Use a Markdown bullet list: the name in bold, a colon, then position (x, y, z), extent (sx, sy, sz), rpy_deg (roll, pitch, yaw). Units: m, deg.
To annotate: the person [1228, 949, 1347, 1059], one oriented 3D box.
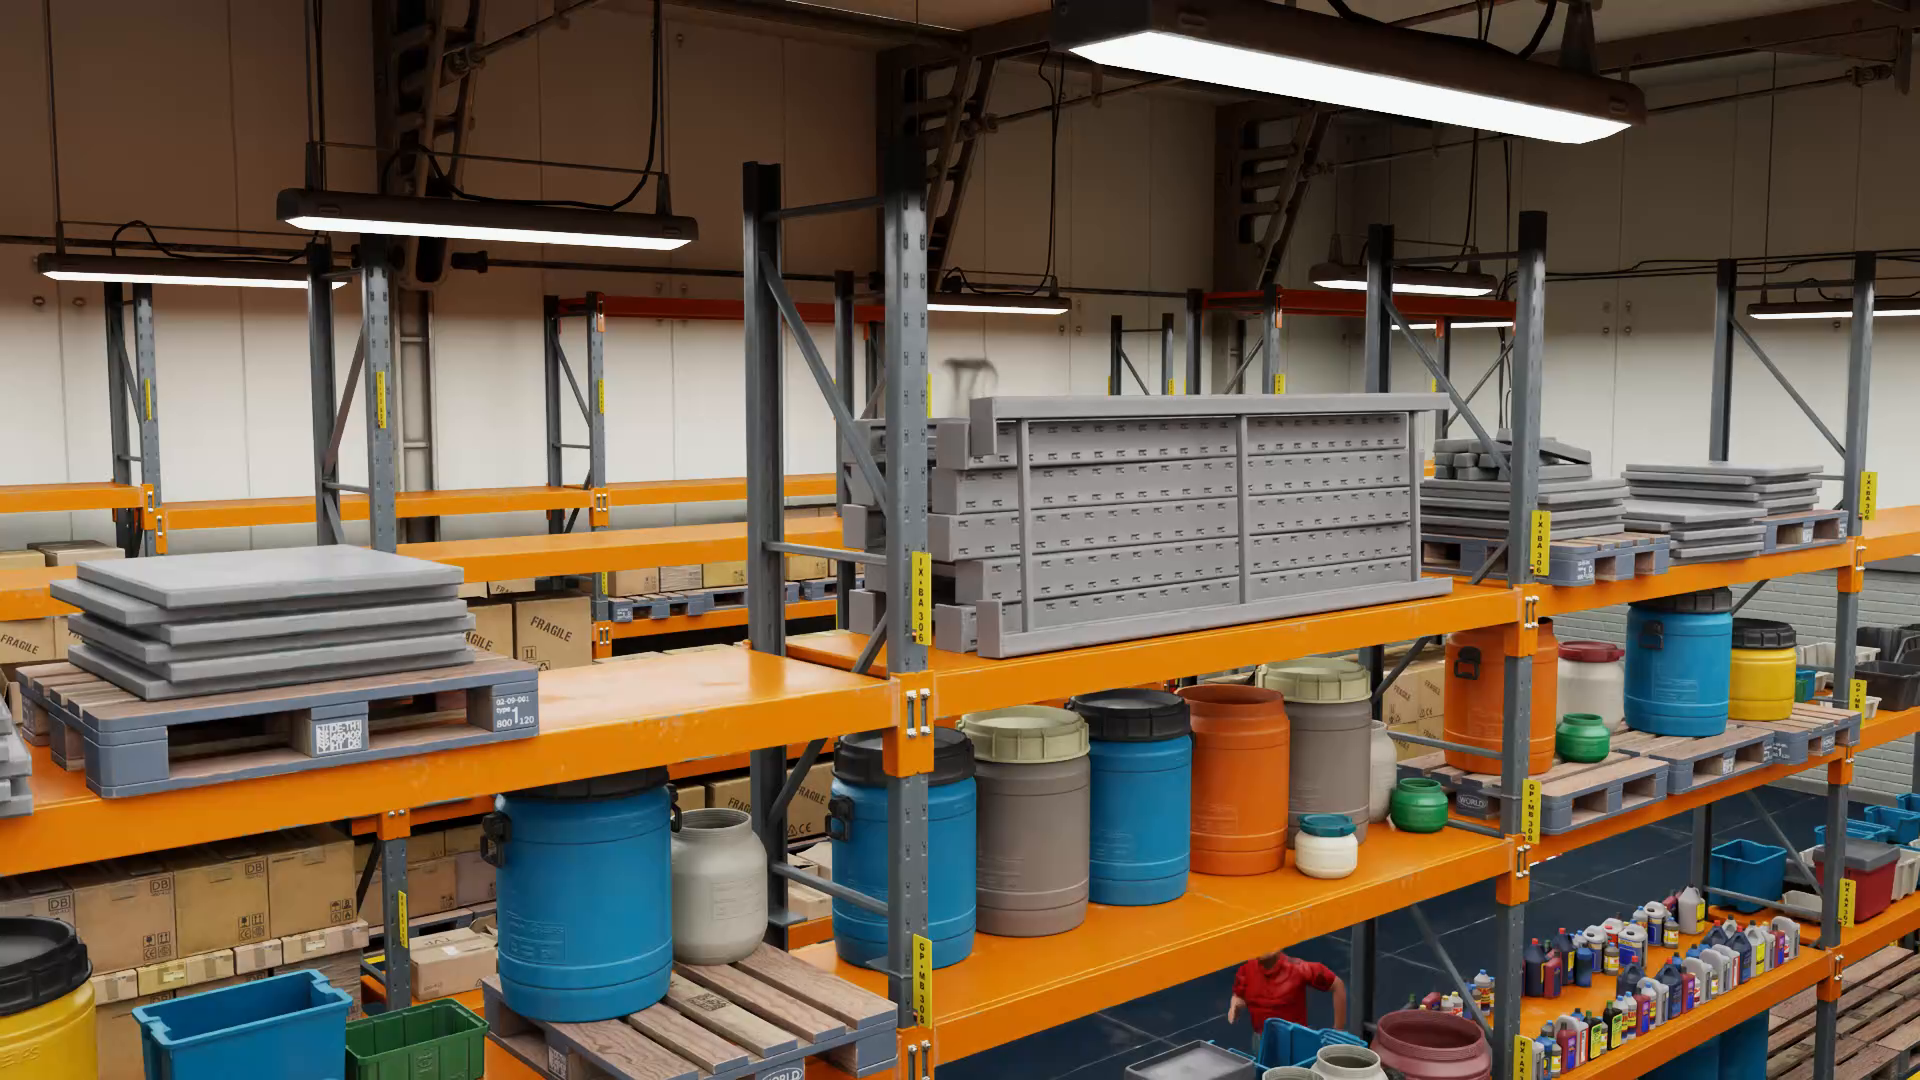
- **person**: position (2.047, 3.285, 10.687), extent (0.784, 1.678, 0.703), rpy_deg (-5, 7, -42)
